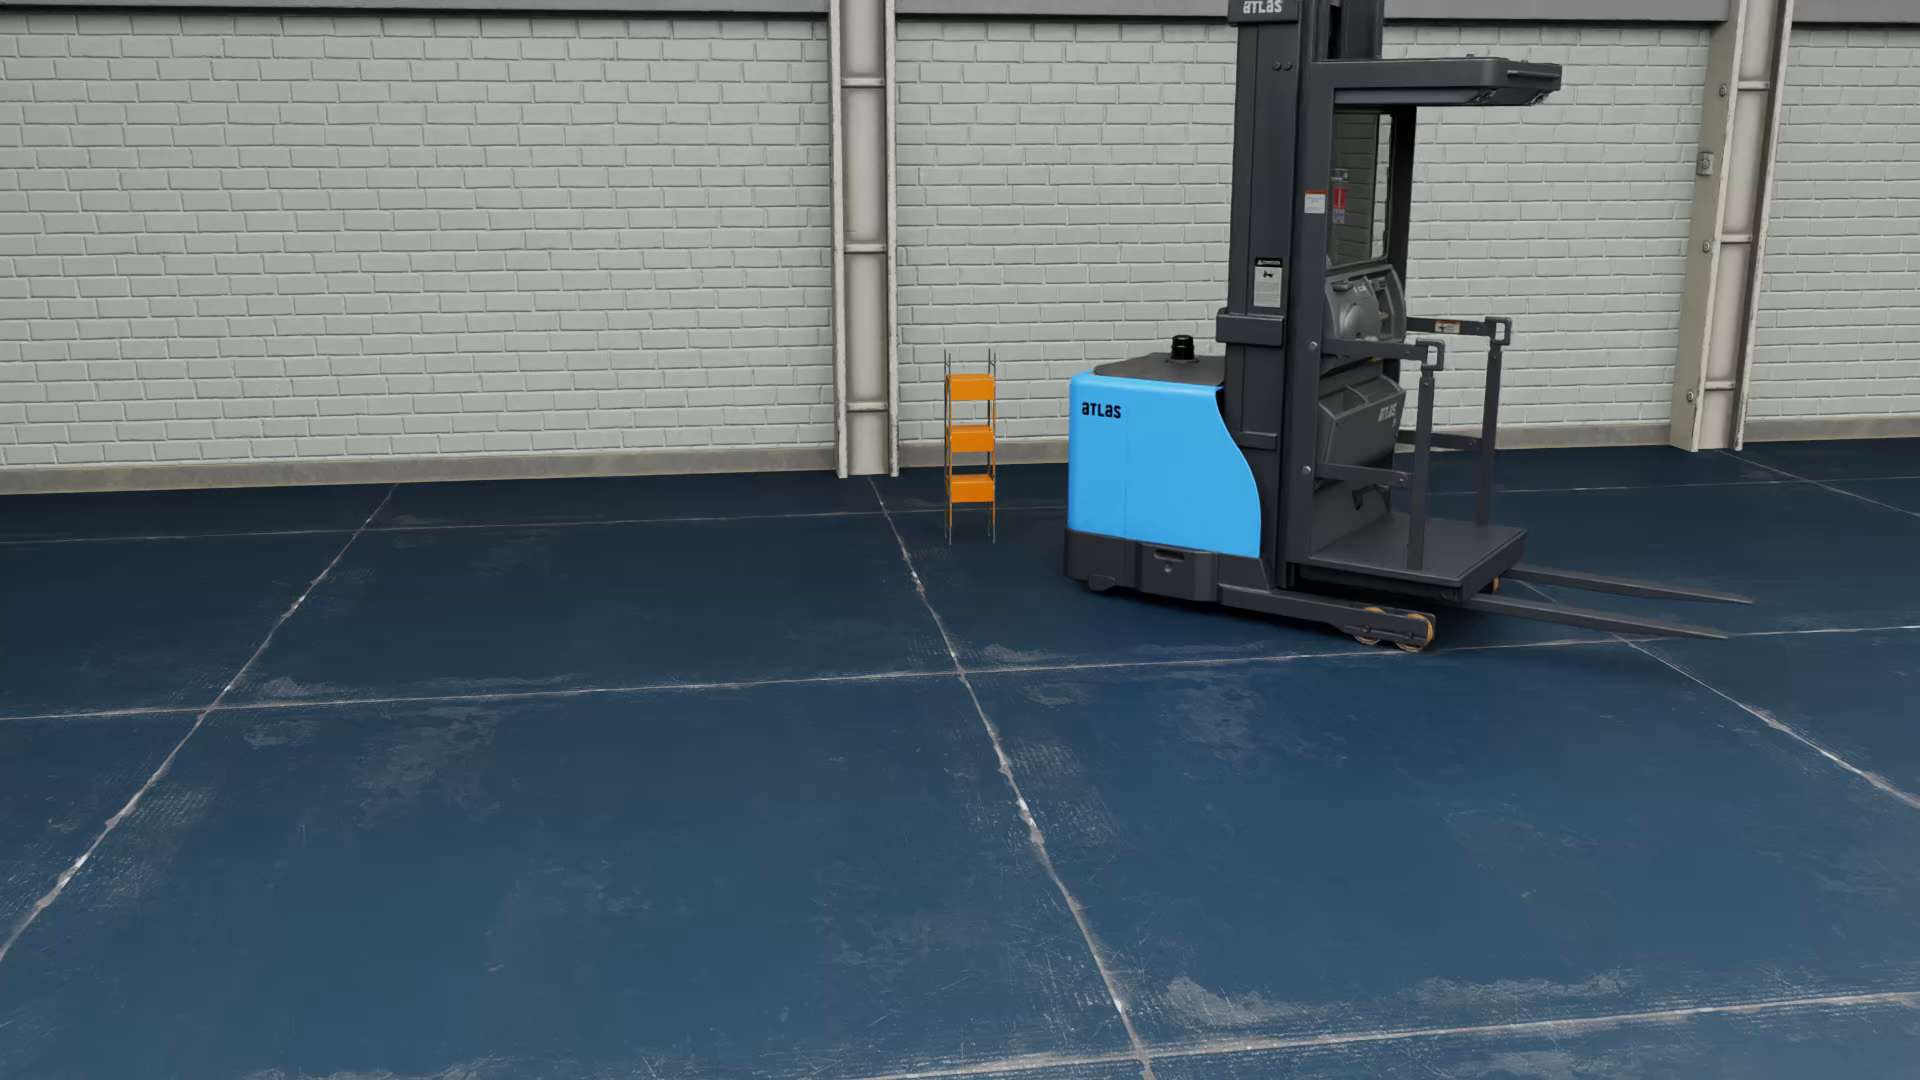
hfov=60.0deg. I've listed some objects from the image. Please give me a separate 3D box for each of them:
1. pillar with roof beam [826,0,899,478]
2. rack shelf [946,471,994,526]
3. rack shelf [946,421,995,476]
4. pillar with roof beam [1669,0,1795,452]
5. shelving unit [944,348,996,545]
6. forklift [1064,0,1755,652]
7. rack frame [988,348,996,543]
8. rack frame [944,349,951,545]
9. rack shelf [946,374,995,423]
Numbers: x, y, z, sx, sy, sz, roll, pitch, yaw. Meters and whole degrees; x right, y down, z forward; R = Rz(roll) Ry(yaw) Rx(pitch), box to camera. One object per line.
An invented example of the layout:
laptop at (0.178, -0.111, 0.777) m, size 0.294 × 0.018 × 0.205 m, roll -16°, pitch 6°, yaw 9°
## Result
pillar with roof beam at (0.024, -3.778, 5.786) m, size 0.400 × 9.000 × 9.100 m, roll -2°, pitch 14°, yaw -8°
rack shelf at (0.053, -0.231, 9.172) m, size 0.240 × 0.259 × 0.215 m, roll -2°, pitch 14°, yaw -8°
rack shelf at (0.053, -0.501, 9.104) m, size 0.240 × 0.259 × 0.215 m, roll -2°, pitch 14°, yaw -8°
pillar with roof beam at (5.957, -3.995, 6.653) m, size 0.400 × 9.000 × 9.100 m, roll -2°, pitch 14°, yaw -8°
shelving unit at (0.053, -0.511, 9.102) m, size 0.252 × 1.050 × 0.215 m, roll -2°, pitch 14°, yaw -8°
forklift at (2.026, -1.079, 7.500) m, size 3.031 × 2.935 × 1.130 m, roll 9°, pitch 17°, yaw 32°
rack frame at (0.174, -0.516, 9.119) m, size 0.008 × 1.050 × 0.200 m, roll -2°, pitch 14°, yaw -8°
rack frame at (-0.068, -0.507, 9.084) m, size 0.008 × 1.050 × 0.200 m, roll -2°, pitch 14°, yaw -8°
rack shelf at (0.053, -0.776, 9.035) m, size 0.240 × 0.259 × 0.215 m, roll -2°, pitch 14°, yaw -8°
